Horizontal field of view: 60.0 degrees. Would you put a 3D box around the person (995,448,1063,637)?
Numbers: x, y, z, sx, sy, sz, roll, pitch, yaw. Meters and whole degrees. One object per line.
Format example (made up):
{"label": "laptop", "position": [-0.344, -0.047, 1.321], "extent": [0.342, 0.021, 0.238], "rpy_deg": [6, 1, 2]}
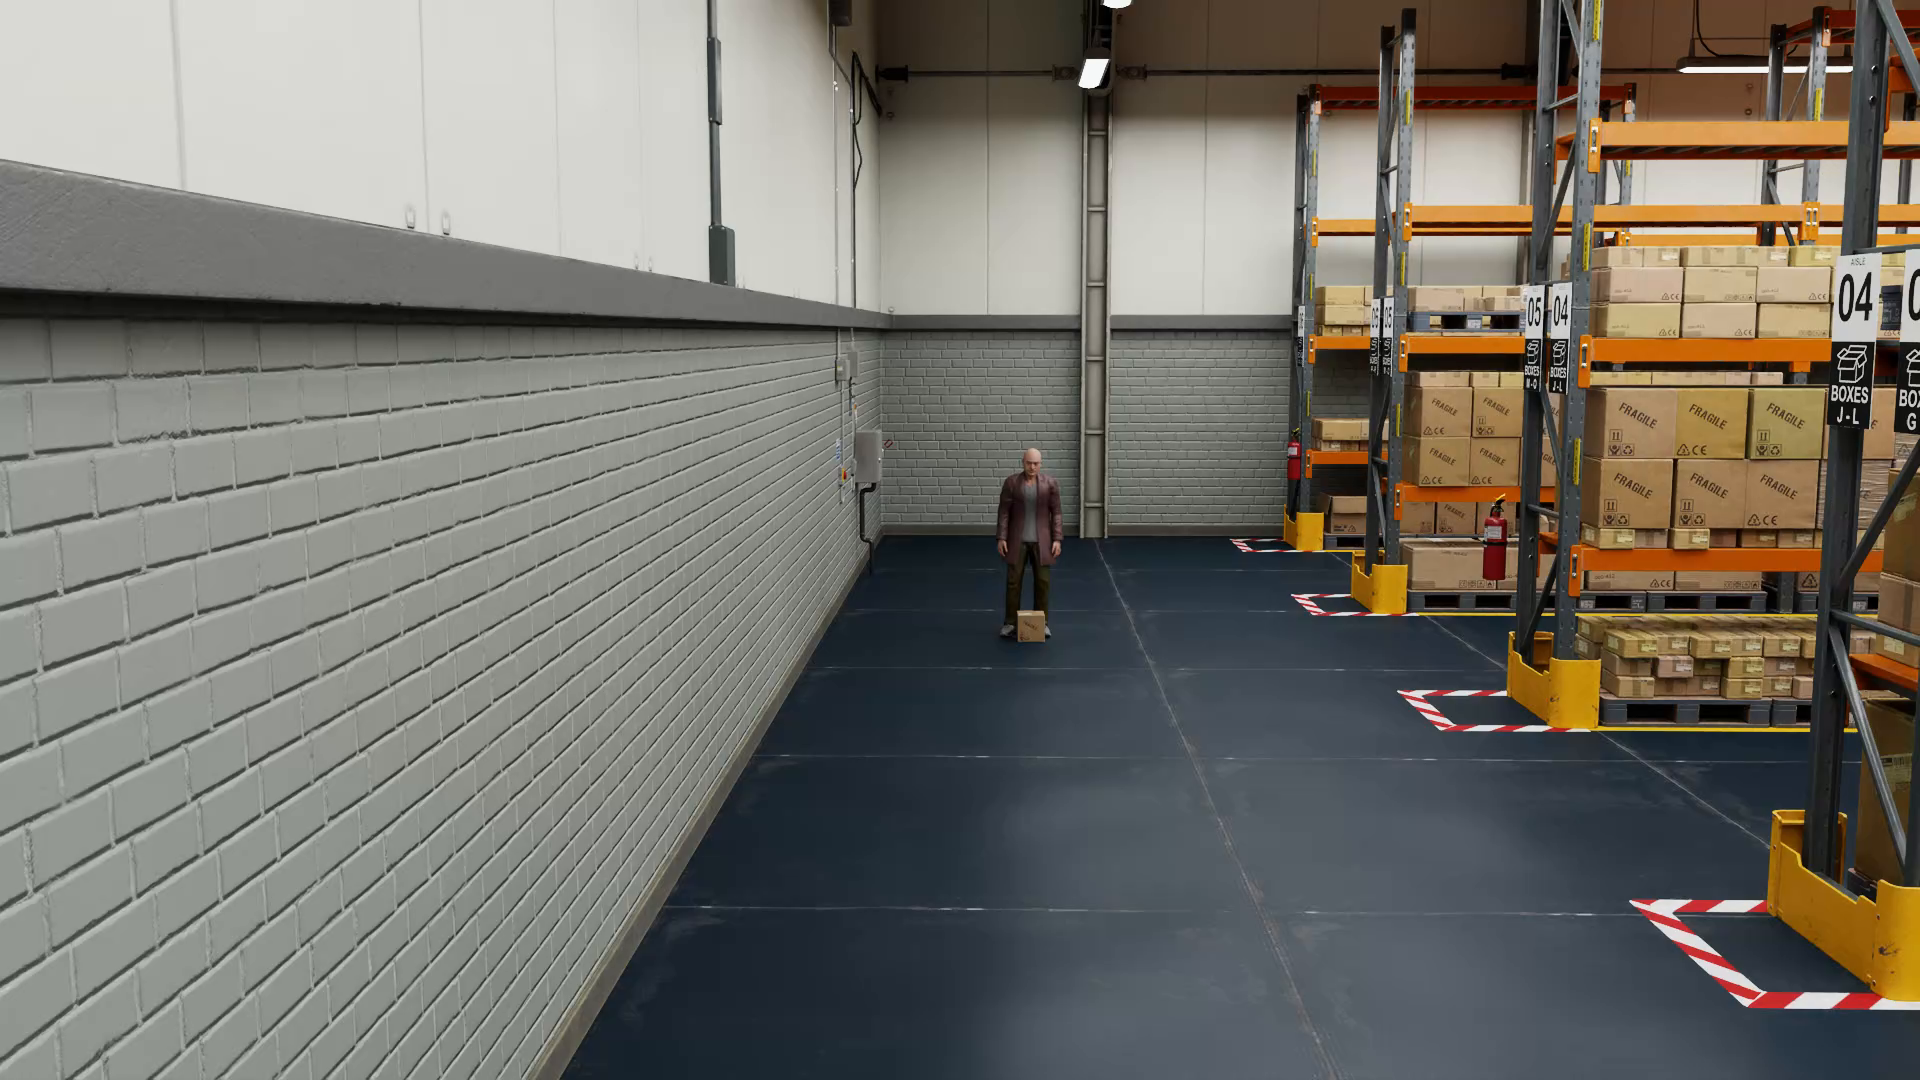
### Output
{"label": "person", "position": [0.654, 0.018, 15.679], "extent": [0.642, 1.773, 0.428], "rpy_deg": [0, 7, 1]}
